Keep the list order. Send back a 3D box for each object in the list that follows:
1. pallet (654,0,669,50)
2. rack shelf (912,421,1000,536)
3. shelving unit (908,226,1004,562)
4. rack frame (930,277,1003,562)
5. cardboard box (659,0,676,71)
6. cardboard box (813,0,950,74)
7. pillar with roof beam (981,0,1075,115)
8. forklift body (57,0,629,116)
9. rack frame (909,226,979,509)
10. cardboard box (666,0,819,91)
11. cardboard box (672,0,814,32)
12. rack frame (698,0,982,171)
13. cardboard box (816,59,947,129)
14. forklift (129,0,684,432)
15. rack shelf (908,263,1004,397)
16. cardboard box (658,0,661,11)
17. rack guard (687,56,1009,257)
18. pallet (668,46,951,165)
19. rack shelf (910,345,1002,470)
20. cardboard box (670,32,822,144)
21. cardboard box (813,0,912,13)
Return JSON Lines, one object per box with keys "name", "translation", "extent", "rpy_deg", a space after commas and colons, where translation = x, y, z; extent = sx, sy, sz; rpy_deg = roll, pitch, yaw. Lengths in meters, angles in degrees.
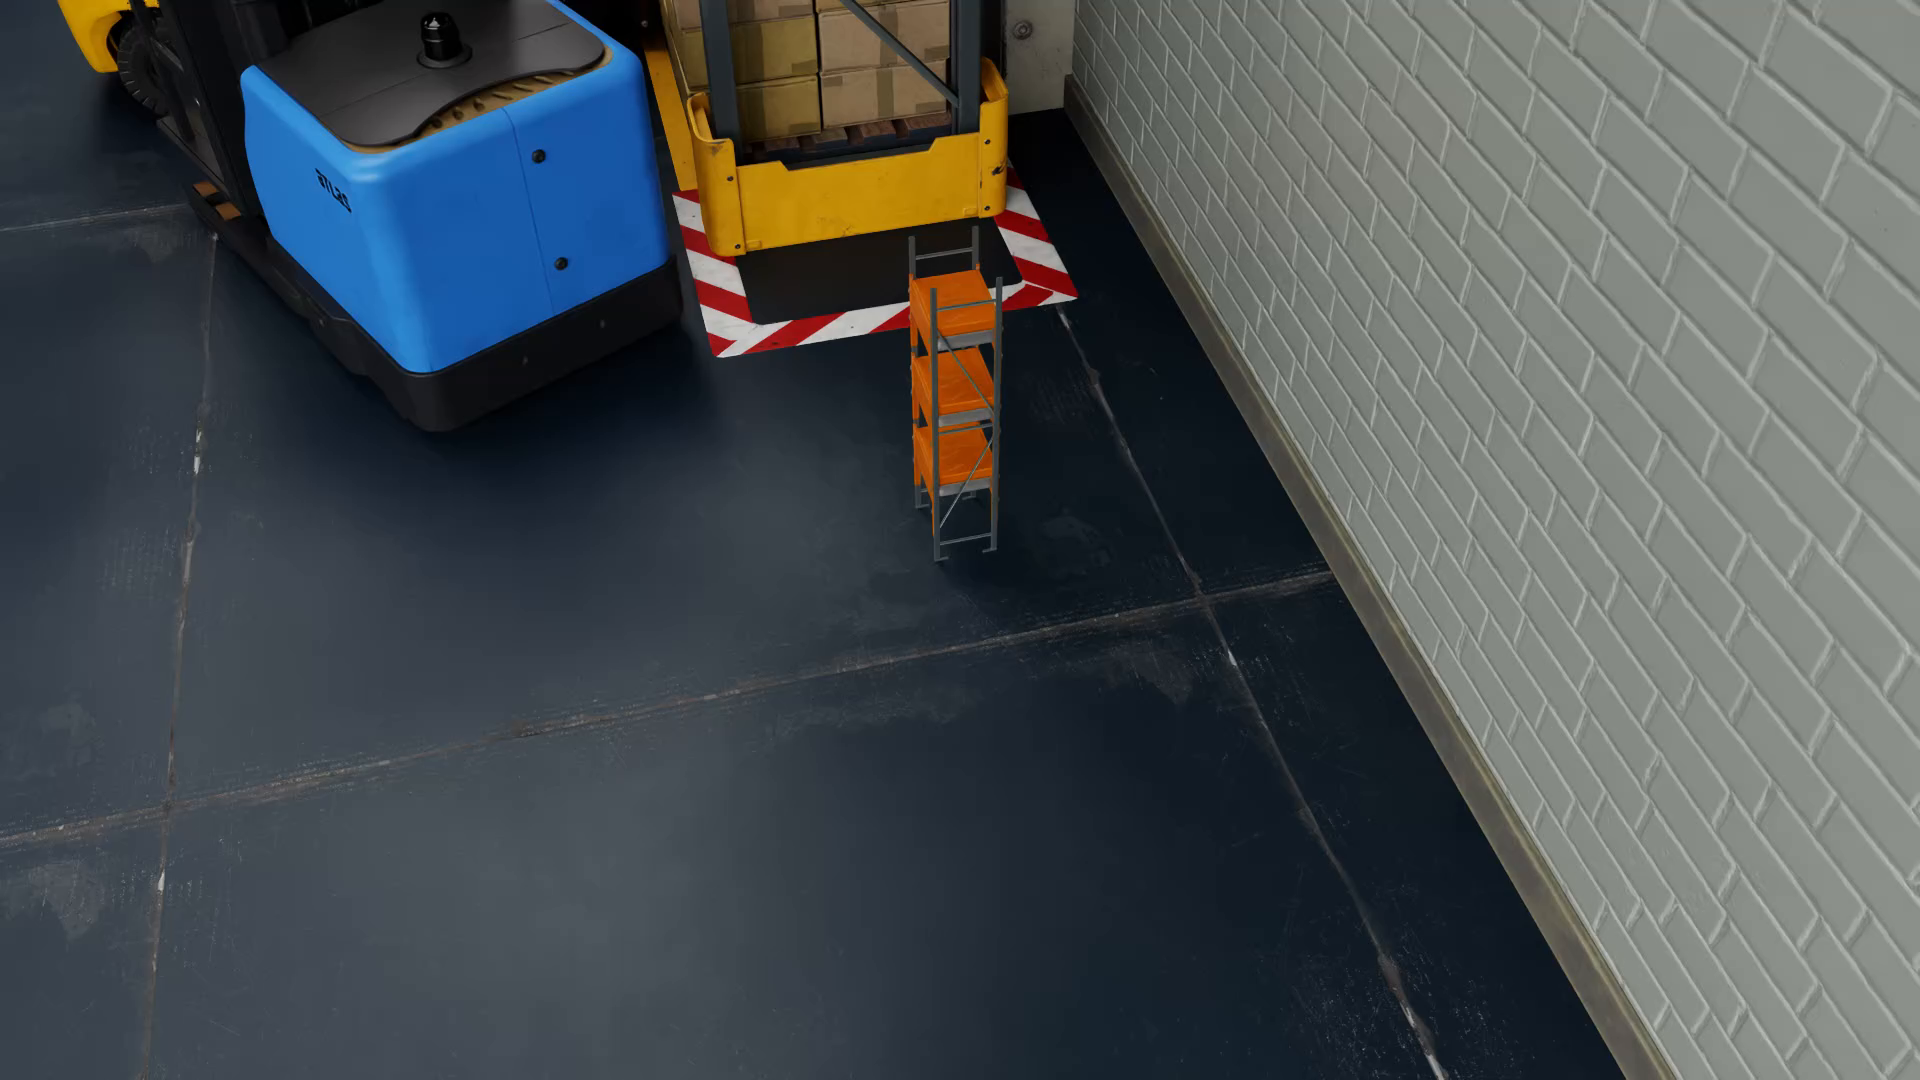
{"name": "pallet", "translation": [-0.964, -2.740, 7.788], "extent": [1.003, 0.211, 1.213], "rpy_deg": [-11, 47, -10]}
{"name": "rack shelf", "translation": [-0.014, -0.202, 5.117], "extent": [0.215, 0.259, 0.240], "rpy_deg": [-11, 47, -10]}
{"name": "shelving unit", "translation": [-0.014, -0.404, 4.911], "extent": [0.215, 1.050, 0.252], "rpy_deg": [-11, 47, -10]}
{"name": "rack frame", "translation": [0.017, -0.320, 4.829], "extent": [0.200, 1.050, 0.008], "rpy_deg": [-11, 47, -10]}
{"name": "cardboard box", "translation": [-0.963, -2.152, 6.890], "extent": [0.500, 0.250, 0.500], "rpy_deg": [-11, 47, -10]}
{"name": "cardboard box", "translation": [-0.339, -2.078, 6.467], "extent": [0.500, 0.250, 0.500], "rpy_deg": [-10, 46, -10]}
{"name": "pillar with roof beam", "translation": [-3.888, -4.314, 3.177], "extent": [9.100, 9.000, 0.400], "rpy_deg": [-11, 47, -10]}
{"name": "forklift body", "translation": [-2.668, -3.034, 6.717], "extent": [2.313, 2.155, 1.214], "rpy_deg": [-11, 47, -10]}
{"name": "rack frame", "translation": [-0.045, -0.489, 4.994], "extent": [0.200, 1.050, 0.008], "rpy_deg": [-11, 47, -10]}
{"name": "cardboard box", "translation": [-0.846, -1.994, 6.385], "extent": [0.500, 0.250, 0.500], "rpy_deg": [-11, 47, -11]}
{"name": "cardboard box", "translation": [-0.838, -2.151, 6.189], "extent": [0.500, 0.250, 0.500], "rpy_deg": [-9, 46, -9]}
{"name": "rack frame", "translation": [-0.419, -2.355, 5.458], "extent": [1.000, 3.000, 0.127], "rpy_deg": [-11, 47, -10]}
{"name": "cardboard box", "translation": [-0.356, -1.915, 6.658], "extent": [0.500, 0.250, 0.500], "rpy_deg": [-11, 47, -10]}
{"name": "forklift", "translation": [-2.336, -2.363, 5.513], "extent": [1.130, 2.935, 3.031], "rpy_deg": [-32, 54, -27]}
{"name": "rack shelf", "translation": [-0.014, -0.596, 4.716], "extent": [0.215, 0.259, 0.240], "rpy_deg": [-11, 47, -10]}
{"name": "cardboard box", "translation": [-1.082, -2.499, 7.230], "extent": [0.500, 0.250, 0.500], "rpy_deg": [-10, 46, -10]}
{"name": "rack guard", "translation": [-0.413, -1.464, 6.335], "extent": [1.175, 0.500, 0.348], "rpy_deg": [-11, 47, -10]}
{"name": "pallet", "translation": [-0.655, -1.900, 6.964], "extent": [1.003, 0.211, 1.213], "rpy_deg": [-11, 47, -10]}
{"name": "rack shelf", "translation": [-0.014, -0.397, 4.919], "extent": [0.215, 0.259, 0.240], "rpy_deg": [-11, 47, -10]}
{"name": "cardboard box", "translation": [-0.845, -1.807, 6.551], "extent": [0.500, 0.250, 0.500], "rpy_deg": [-10, 46, -10]}
{"name": "cardboard box", "translation": [-0.359, -2.256, 6.292], "extent": [0.500, 0.250, 0.500], "rpy_deg": [-11, 47, -11]}
